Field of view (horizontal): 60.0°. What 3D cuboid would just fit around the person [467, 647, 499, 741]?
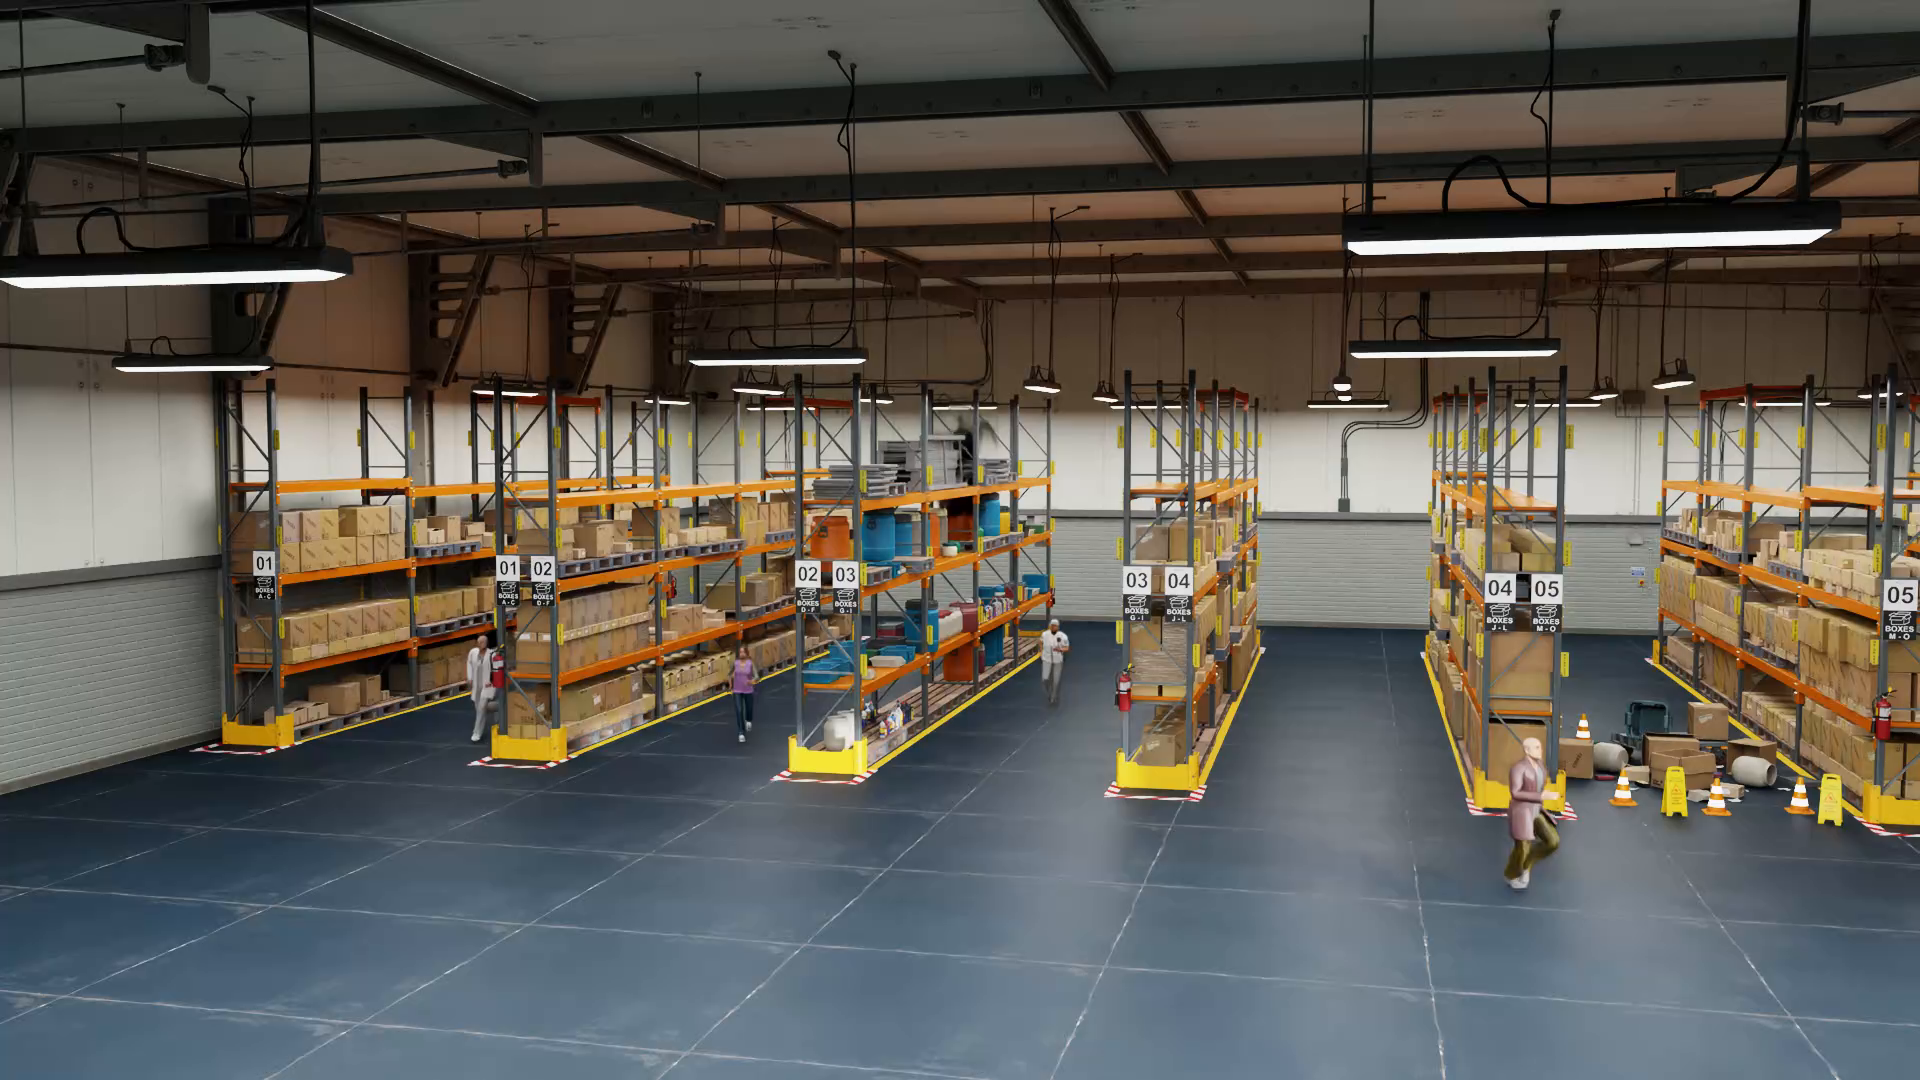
[{"bbox_3d":[-7.982,2.567,28.094,0.718,1.563,0.938,1,4,17],"label":"person"}]

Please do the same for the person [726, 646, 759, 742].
[{"bbox_3d":[-3.634,2.550,27.807,0.547,1.563,0.755,0,3,-5],"label":"person"}]

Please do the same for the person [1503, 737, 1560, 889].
[{"bbox_3d":[6.298,3.023,18.327,0.712,1.726,0.793,-2,4,-33],"label":"person"}]

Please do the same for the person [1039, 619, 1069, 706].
[{"bbox_3d":[1.761,2.307,31.314,0.588,1.658,0.726,1,3,9],"label":"person"}]
